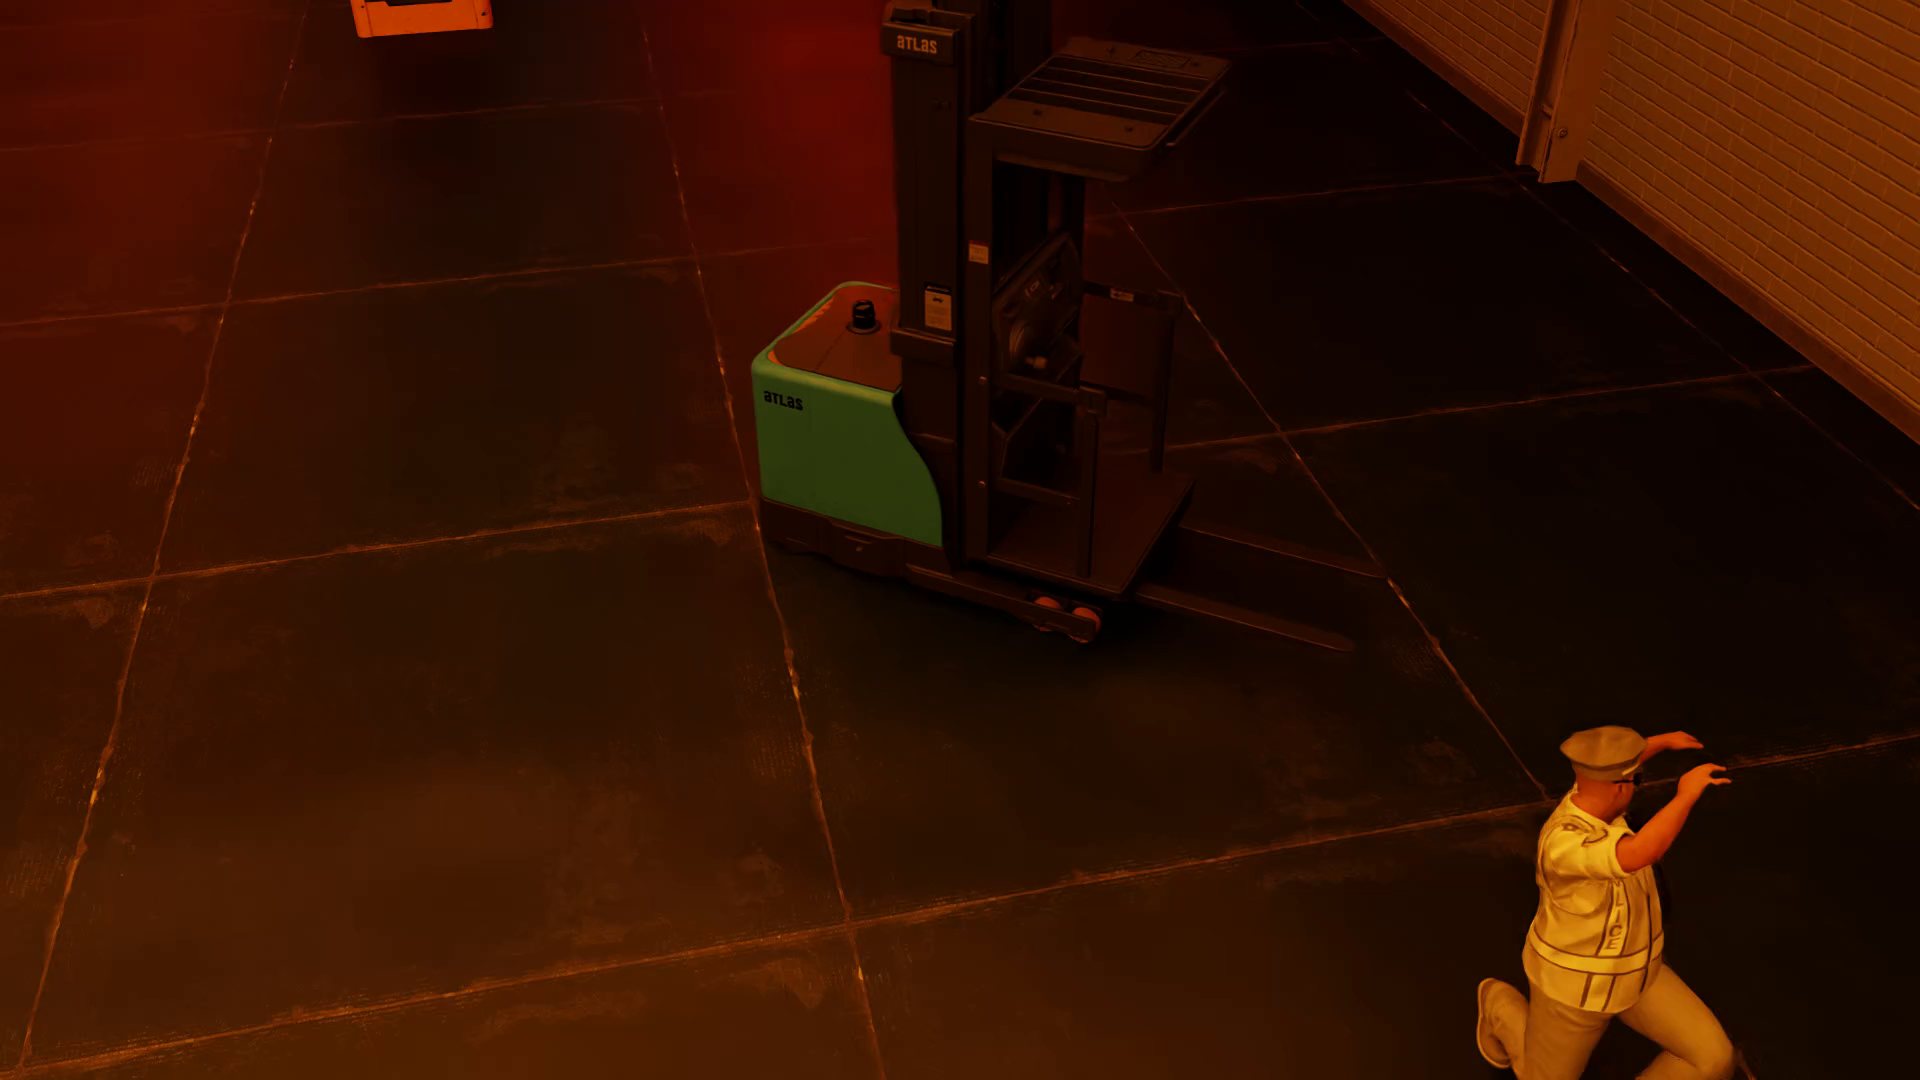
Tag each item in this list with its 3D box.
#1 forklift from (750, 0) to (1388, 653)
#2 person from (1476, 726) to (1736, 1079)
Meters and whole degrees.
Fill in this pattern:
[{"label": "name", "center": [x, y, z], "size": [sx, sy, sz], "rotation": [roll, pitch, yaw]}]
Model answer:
[{"label": "forklift", "center": [0.540, -1.058, 7.521], "size": [3.031, 2.935, 1.130], "rotation": [15, 38, 20]}, {"label": "person", "center": [2.356, 1.282, 5.560], "size": [1.064, 1.526, 0.889], "rotation": [-22, 41, -27]}]
